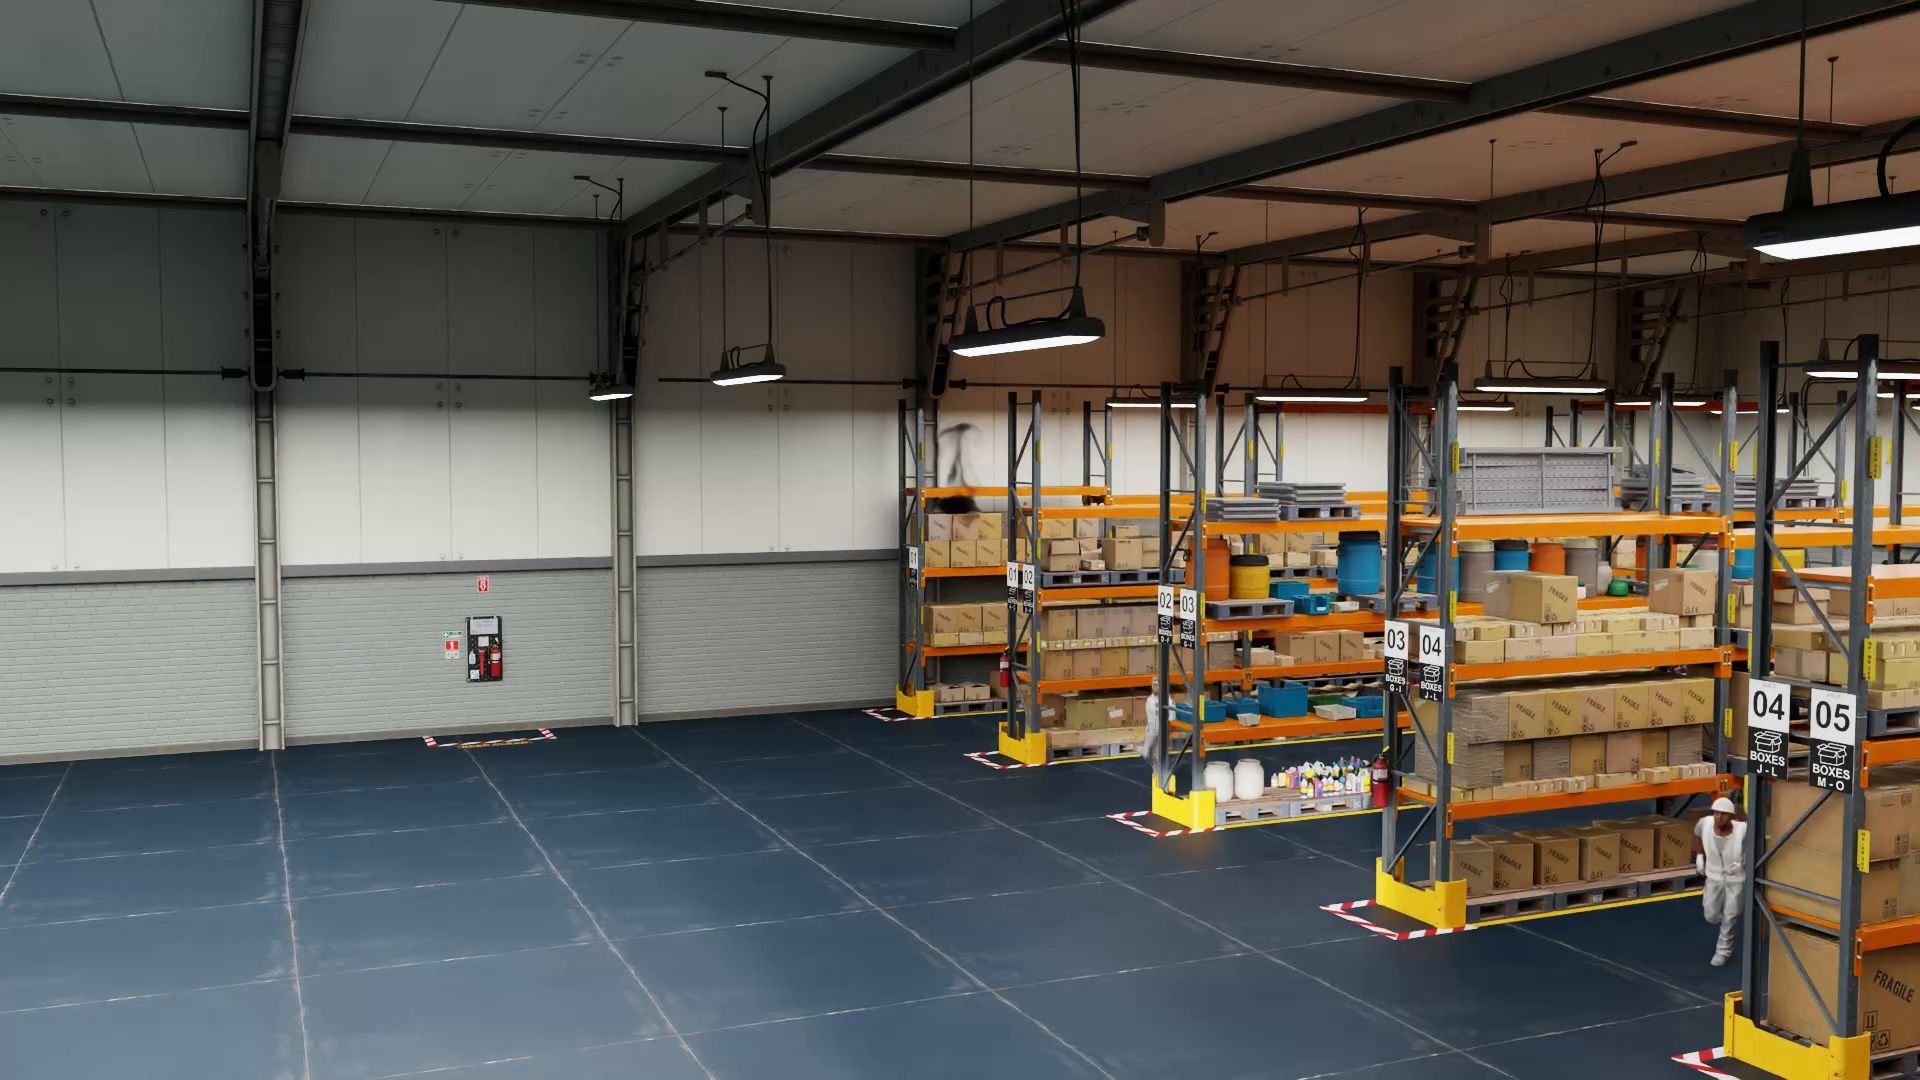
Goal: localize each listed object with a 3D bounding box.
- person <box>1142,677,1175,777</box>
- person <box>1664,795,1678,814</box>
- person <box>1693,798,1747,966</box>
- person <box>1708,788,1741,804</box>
[{"bbox_3d":[2.932,2.873,24.898,0.533,1.666,0.598,-3,5,-43],"label":"person"},{"bbox_3d":[9.647,3.013,23.001,0.562,1.606,0.562,-1,4,-24],"label":"person"},{"bbox_3d":[7.575,3.361,16.453,0.674,1.704,0.756,2,4,37],"label":"person"},{"bbox_3d":[10.192,3.036,22.149,0.733,1.685,0.689,-2,4,-32],"label":"person"}]
